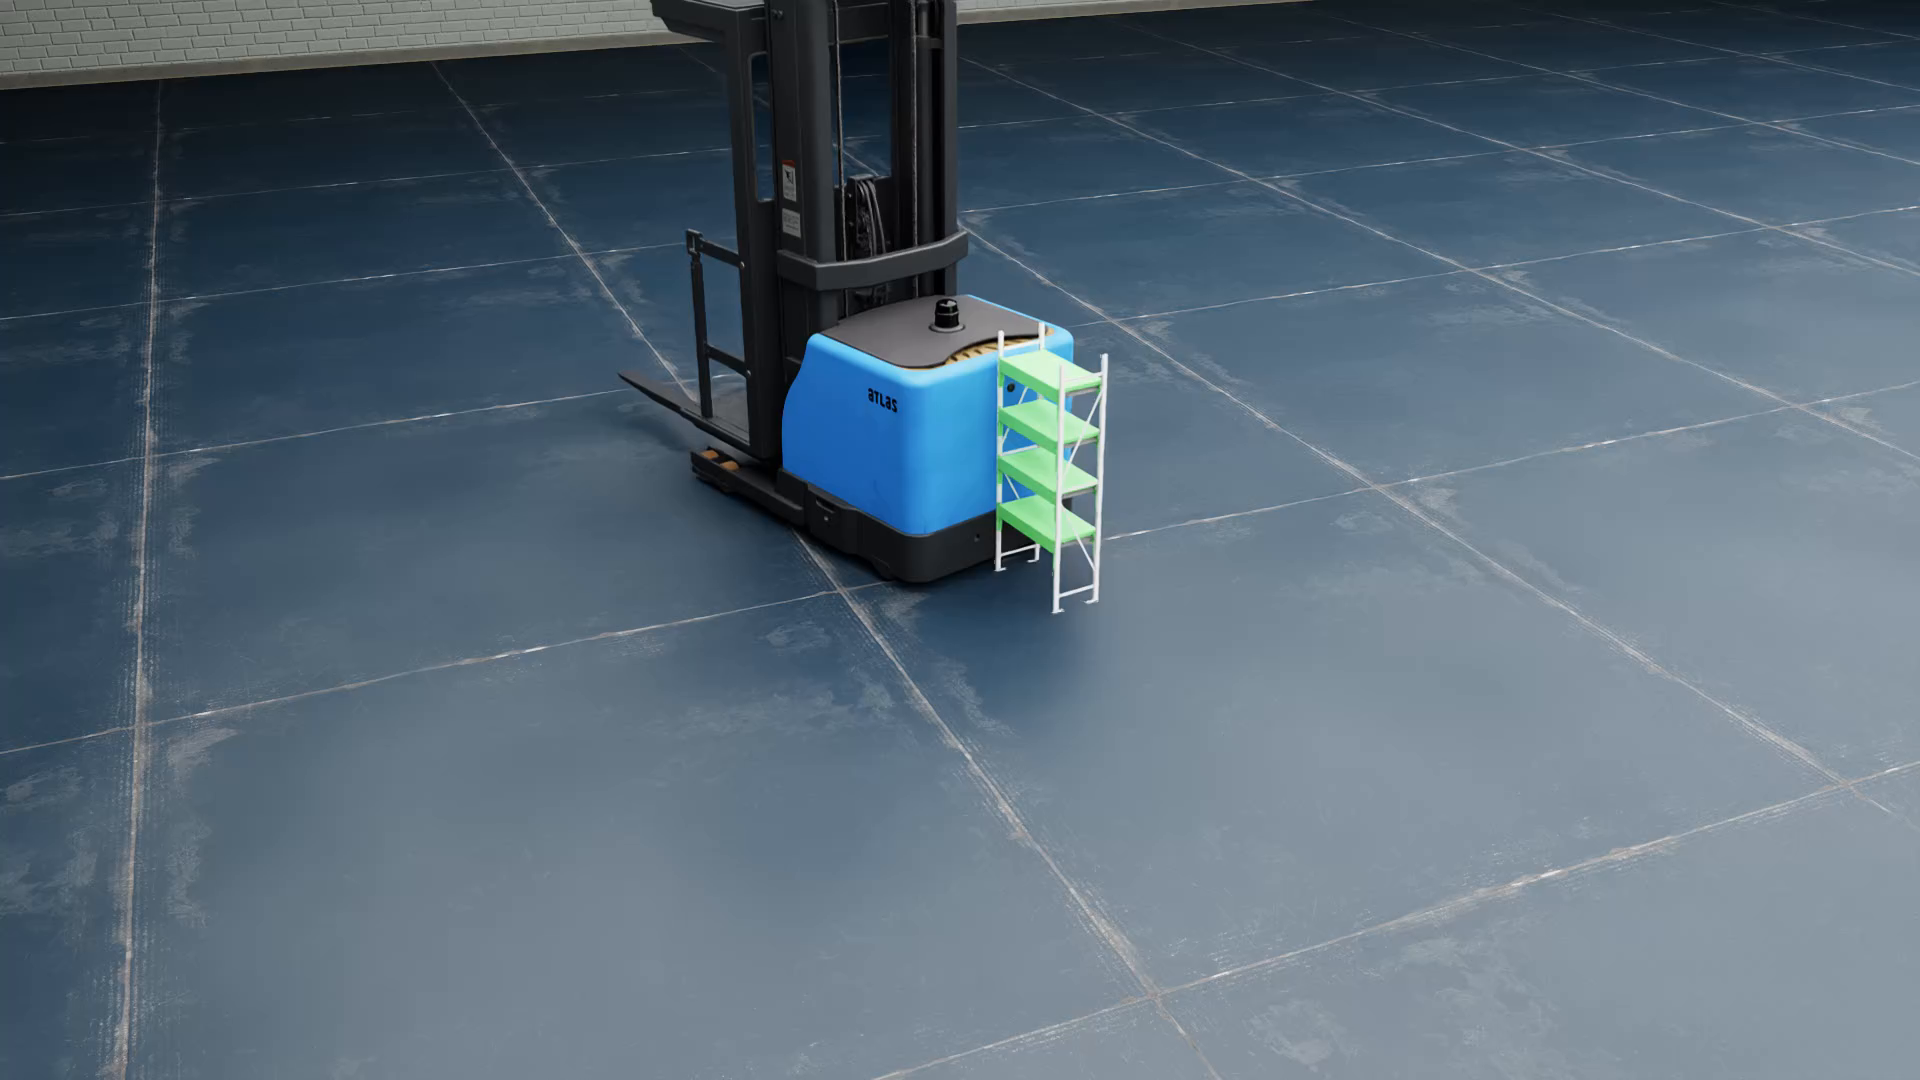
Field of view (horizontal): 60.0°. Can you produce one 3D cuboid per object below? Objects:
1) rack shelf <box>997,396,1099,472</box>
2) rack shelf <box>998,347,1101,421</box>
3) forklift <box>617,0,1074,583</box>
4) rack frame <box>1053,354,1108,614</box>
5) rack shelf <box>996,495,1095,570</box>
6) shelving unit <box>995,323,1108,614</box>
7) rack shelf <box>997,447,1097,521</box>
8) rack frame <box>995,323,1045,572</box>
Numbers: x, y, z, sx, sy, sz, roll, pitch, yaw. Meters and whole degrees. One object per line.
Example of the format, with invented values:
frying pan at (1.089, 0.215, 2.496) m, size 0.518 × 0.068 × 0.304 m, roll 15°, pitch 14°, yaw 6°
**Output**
rack shelf at (0.402, -0.481, 7.466) m, size 0.258 × 0.148 × 0.480 m, roll -15°, pitch 30°, yaw -28°
rack shelf at (0.402, -0.697, 7.361) m, size 0.258 × 0.148 × 0.480 m, roll -15°, pitch 30°, yaw -28°
forklift at (-0.782, -1.691, 8.372) m, size 1.130 × 2.935 × 3.031 m, roll -20°, pitch 33°, yaw -35°
rack frame at (0.528, -0.231, 7.356) m, size 0.240 × 1.200 × 0.015 m, roll -15°, pitch 30°, yaw -28°
rack shelf at (0.402, -0.050, 7.677) m, size 0.258 × 0.148 × 0.480 m, roll -15°, pitch 30°, yaw -28°
shelving unit at (0.402, -0.323, 7.544) m, size 0.258 × 1.200 × 0.503 m, roll -15°, pitch 30°, yaw -28°
rack shelf at (0.402, -0.265, 7.572) m, size 0.258 × 0.148 × 0.480 m, roll -15°, pitch 30°, yaw -28°
rack frame at (0.276, -0.415, 7.732) m, size 0.240 × 1.200 × 0.015 m, roll -15°, pitch 30°, yaw -28°
